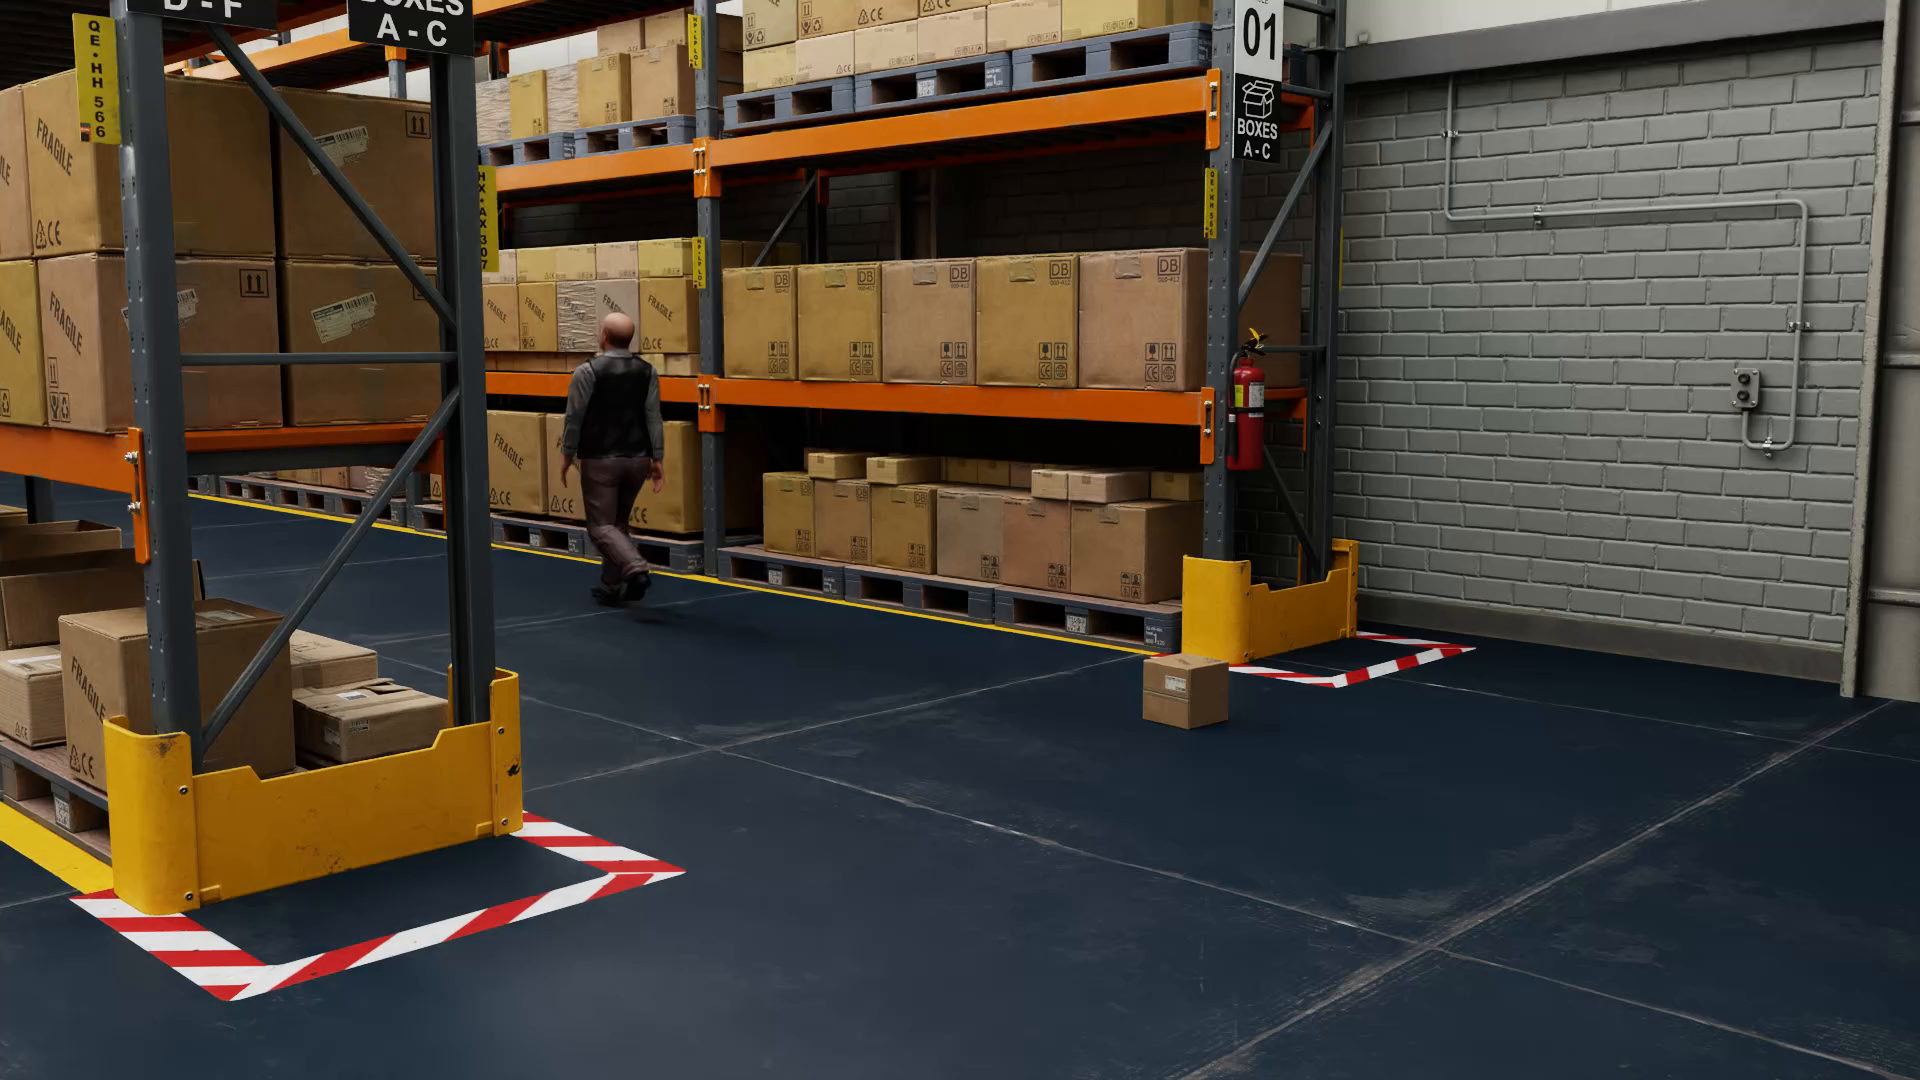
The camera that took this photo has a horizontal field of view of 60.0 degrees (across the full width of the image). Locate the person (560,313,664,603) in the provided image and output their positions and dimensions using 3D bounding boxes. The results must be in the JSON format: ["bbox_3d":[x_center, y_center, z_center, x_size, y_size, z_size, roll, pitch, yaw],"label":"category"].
[{"bbox_3d":[-1.977,-0.444,9.485,0.551,1.691,0.923,-6,9,-39],"label":"person"}]
